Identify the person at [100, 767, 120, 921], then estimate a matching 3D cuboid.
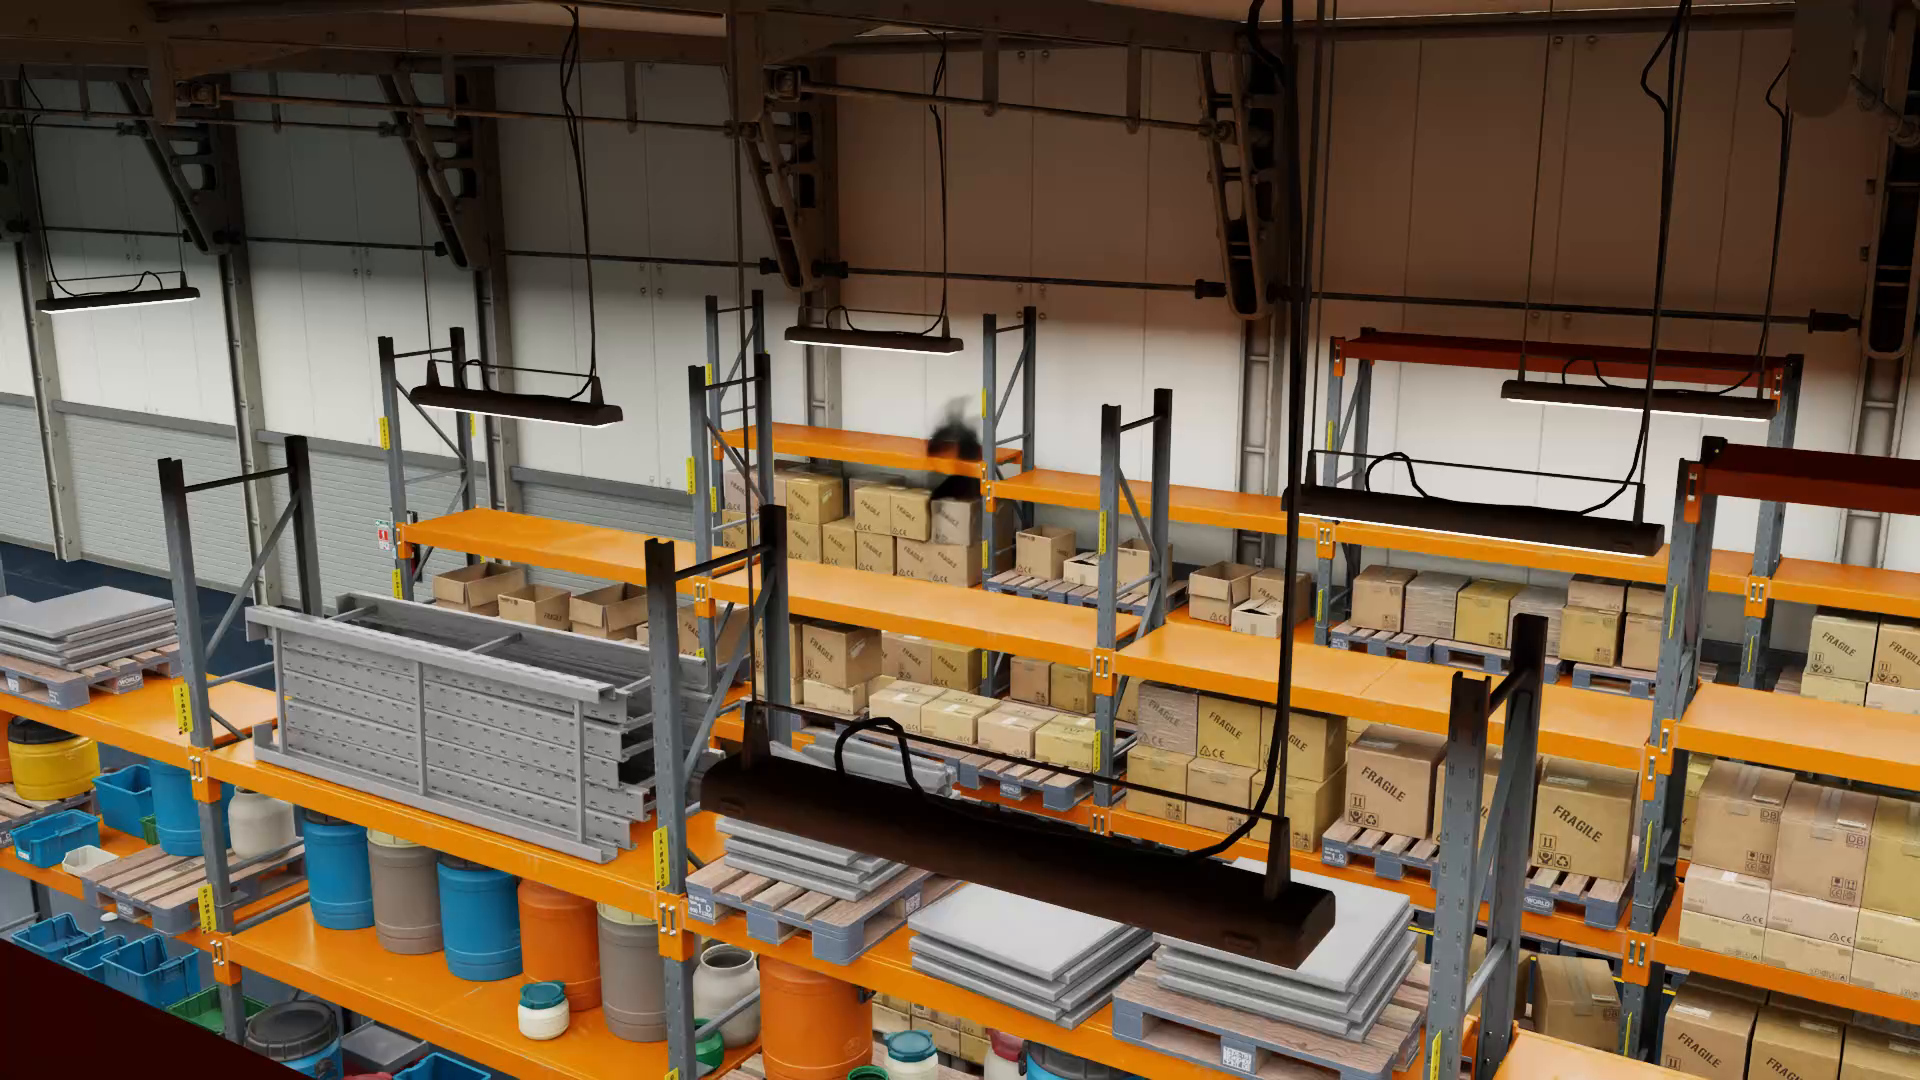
[{"bbox_3d":[-8.675,3.151,17.257,0.618,1.575,0.589,-8,16,-30],"label":"person"}]
